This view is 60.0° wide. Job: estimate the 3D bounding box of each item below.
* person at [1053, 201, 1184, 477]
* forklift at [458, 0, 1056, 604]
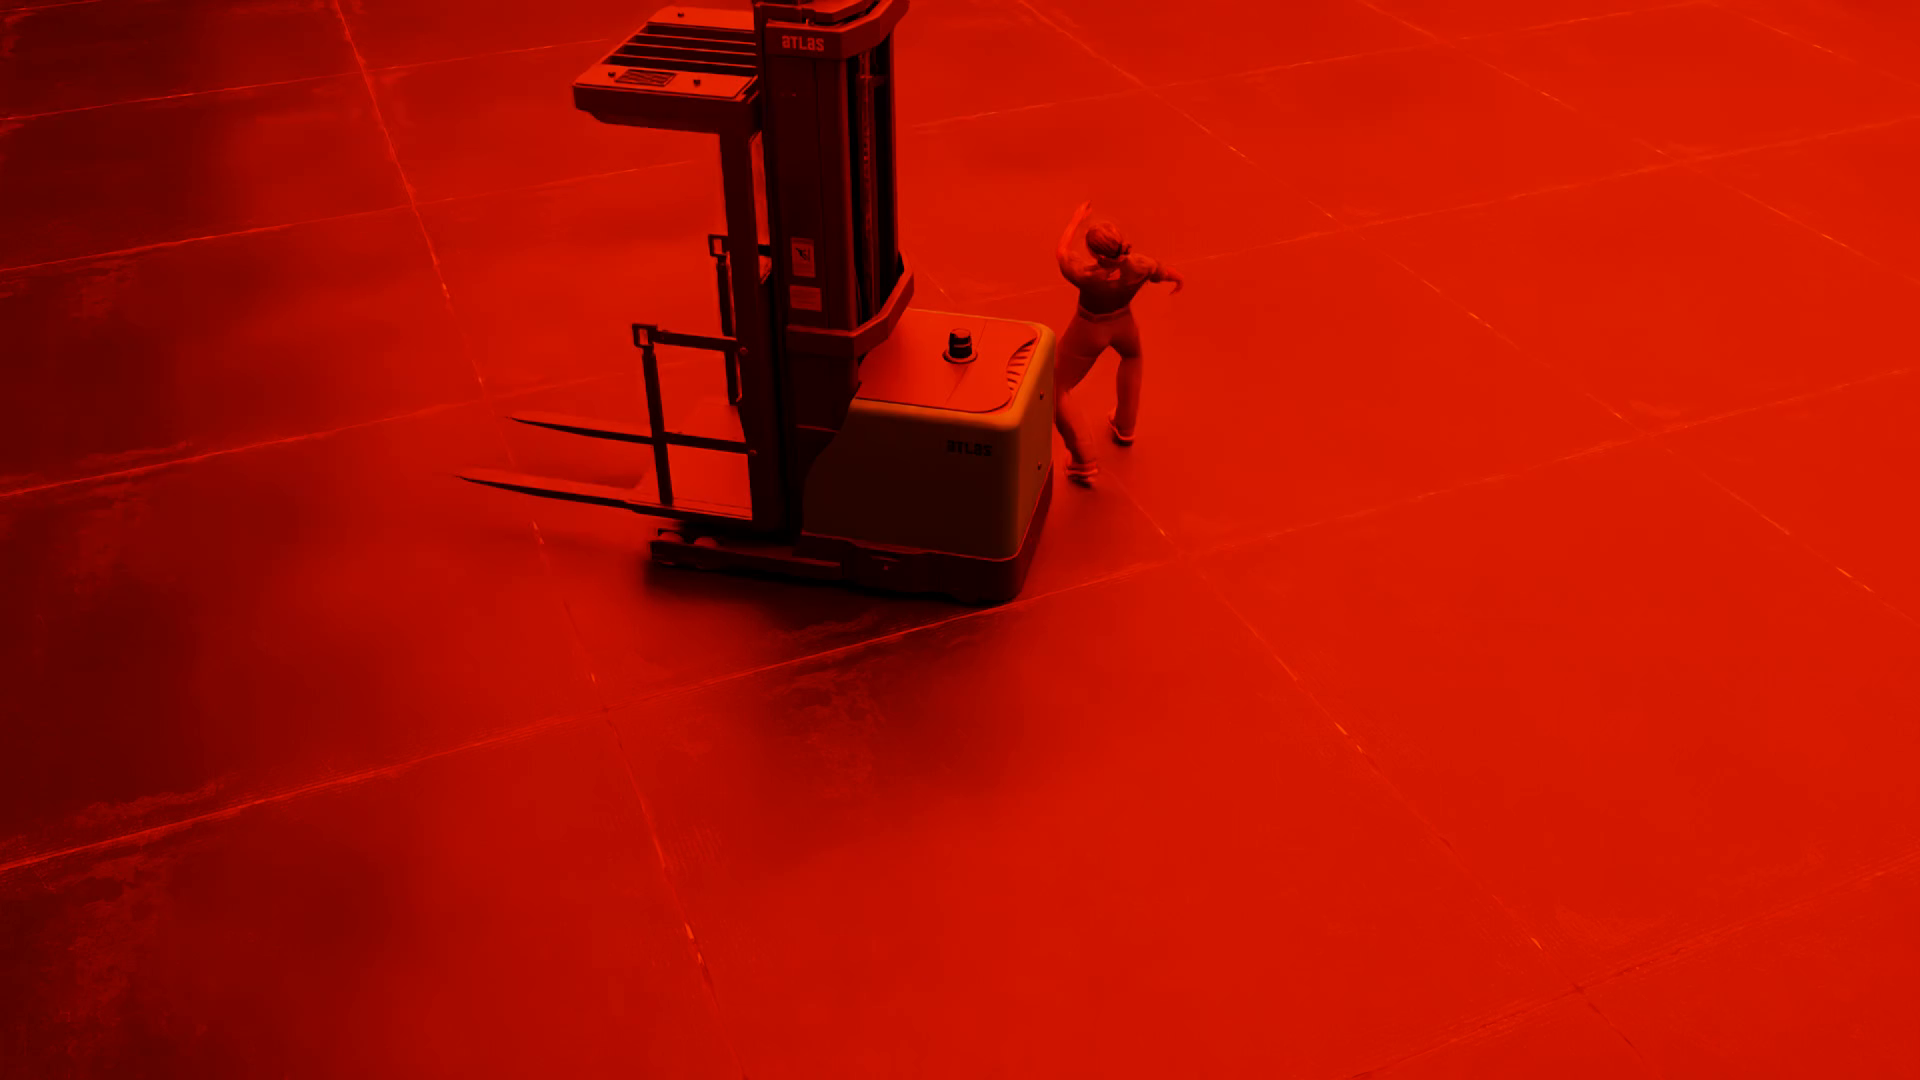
[{"bbox_3d":[0.849,-1.168,8.977,0.877,1.457,0.809,-17,39,-23],"label":"person"},{"bbox_3d":[-1.084,-1.330,7.969,3.031,2.935,1.130,8,36,11],"label":"forklift"}]
